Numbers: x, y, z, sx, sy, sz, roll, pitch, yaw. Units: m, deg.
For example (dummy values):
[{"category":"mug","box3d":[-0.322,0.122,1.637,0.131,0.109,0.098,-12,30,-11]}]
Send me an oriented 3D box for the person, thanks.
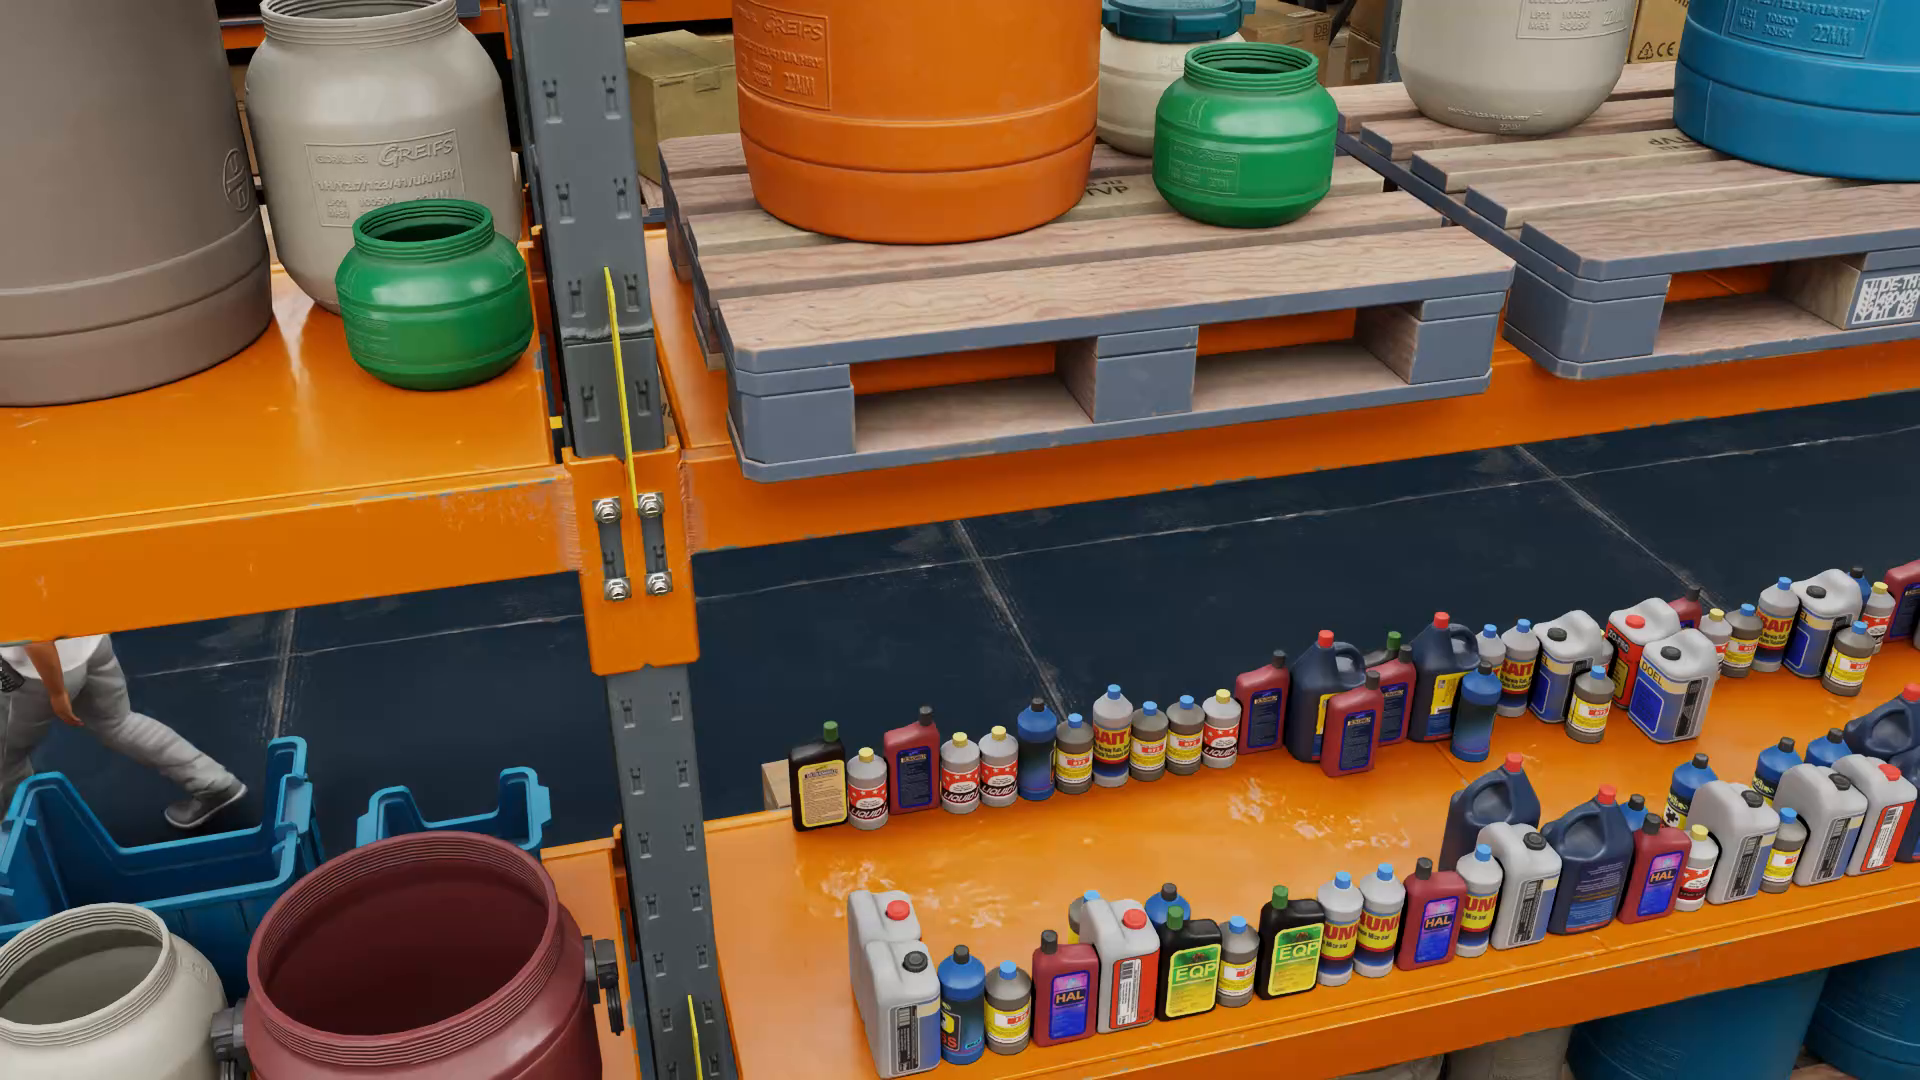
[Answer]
[{"category":"person","box3d":[-3.039,0.364,5.509,1.009,1.612,0.511,-2,31,-4]}]
